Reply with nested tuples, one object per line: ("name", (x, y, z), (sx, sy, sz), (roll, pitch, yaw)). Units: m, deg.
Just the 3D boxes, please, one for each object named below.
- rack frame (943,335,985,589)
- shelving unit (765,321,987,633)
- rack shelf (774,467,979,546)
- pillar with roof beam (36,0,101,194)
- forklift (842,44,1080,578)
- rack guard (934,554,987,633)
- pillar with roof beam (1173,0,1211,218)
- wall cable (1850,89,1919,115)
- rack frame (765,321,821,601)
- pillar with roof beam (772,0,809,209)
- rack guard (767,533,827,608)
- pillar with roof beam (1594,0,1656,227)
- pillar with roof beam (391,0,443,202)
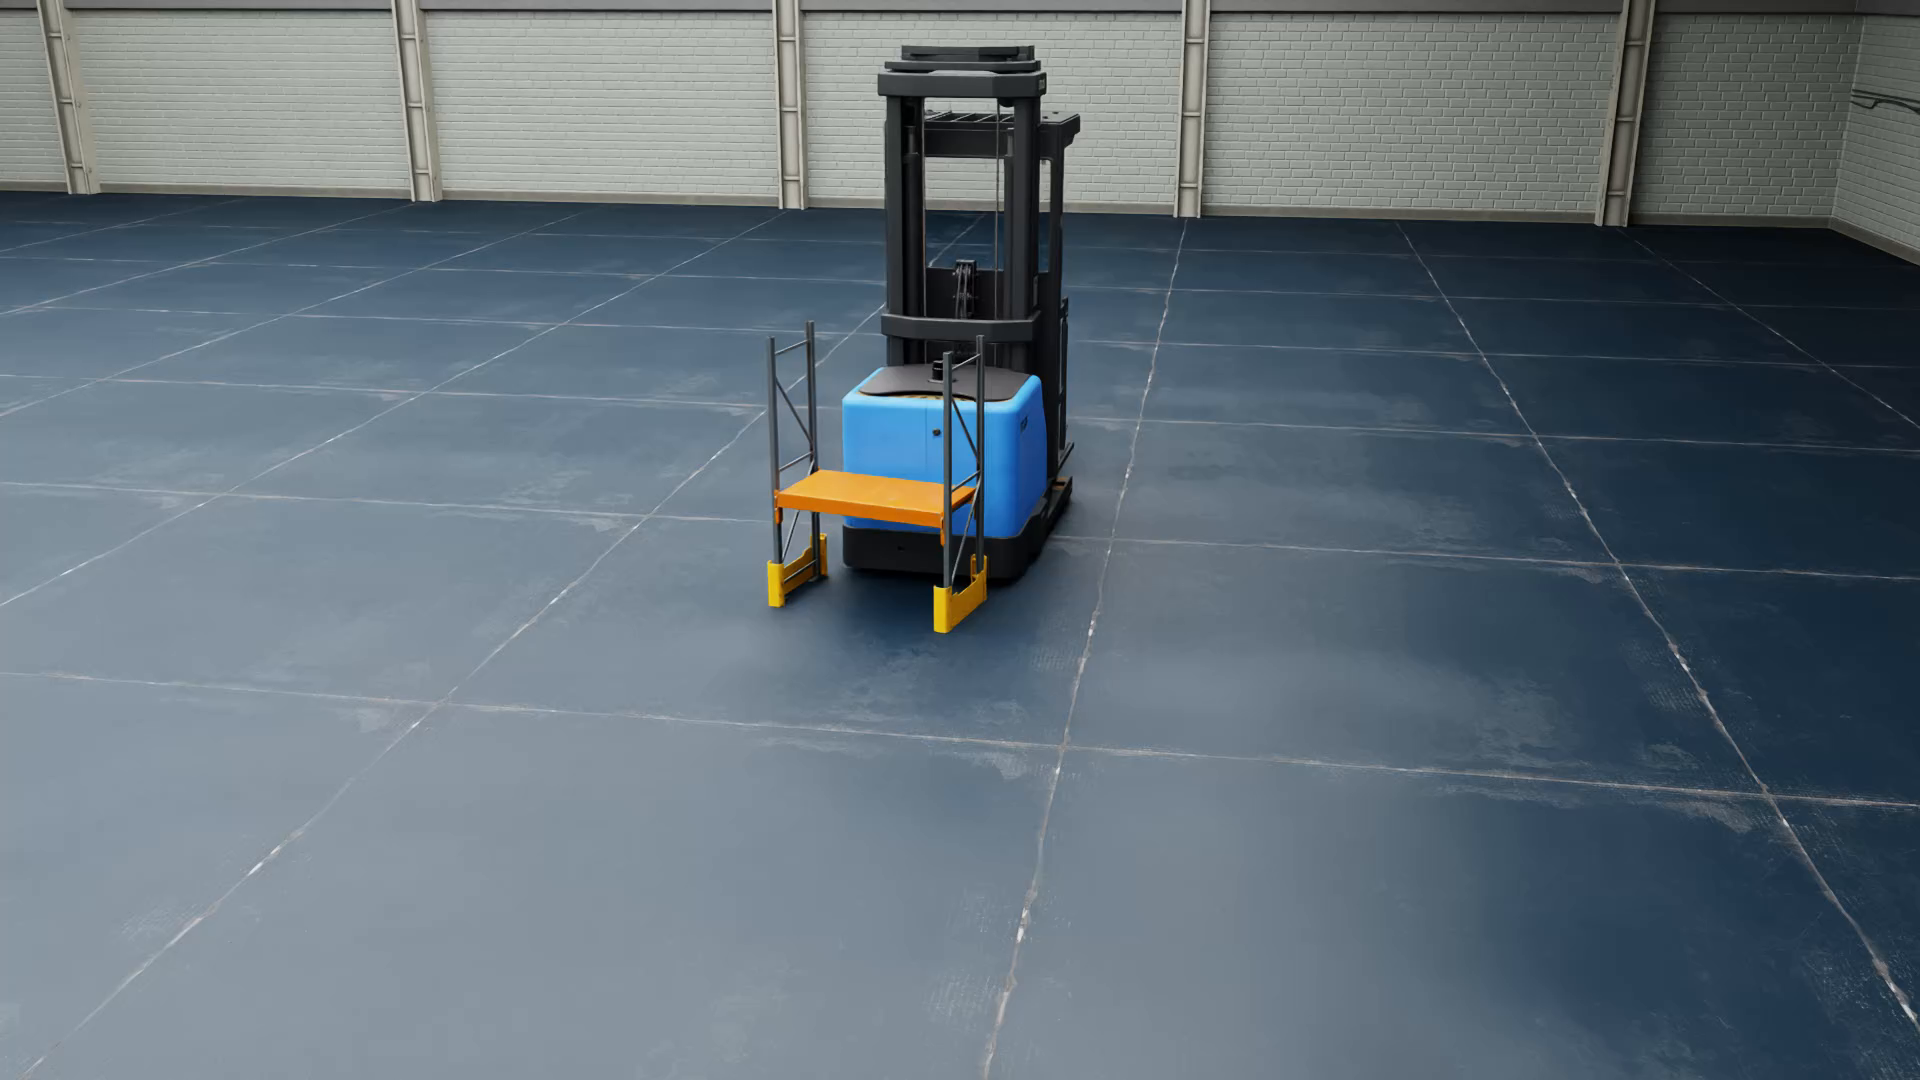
("rack frame", (0.023, -0.303, 8.845), (0.032, 1.500, 0.500), (7, 20, 21))
("shelving unit", (-0.455, -0.366, 9.033), (1.083, 1.500, 0.587), (7, 20, 21))
("rack shelf", (-0.447, -0.194, 9.087), (1.000, 0.185, 0.538), (7, 20, 21))
("pillar with roof beam", (-15.082, -8.630, 21.915), (0.400, 9.000, 9.100), (3, 19, 9))
("forklift", (0.134, -1.603, 10.474), (1.130, 2.935, 3.031), (4, 19, 12))
("rack guard", (0.005, 0.287, 9.051), (0.087, 0.250, 0.587), (7, 20, 21))
("pillar with roof beam", (2.690, -7.724, 19.207), (0.400, 9.000, 9.100), (3, 19, 9))
("wall cable", (11.996, -6.736, 21.147), (0.112, 2.526, 3.097), (3, 19, 9))
("rack frame", (-0.916, -0.426, 9.214), (0.032, 1.500, 0.500), (7, 20, 21))
("pillar with roof beam", (-3.234, -8.026, 20.110), (0.400, 9.000, 9.100), (3, 19, 9))
("rack guard", (-0.915, 0.166, 9.412), (0.087, 0.250, 0.587), (7, 20, 21))
("pillar with roof beam", (8.614, -7.422, 18.305), (0.400, 9.000, 9.100), (3, 19, 9))
("pillar with roof beam", (-9.158, -8.328, 21.012), (0.400, 9.000, 9.100), (3, 19, 9))
